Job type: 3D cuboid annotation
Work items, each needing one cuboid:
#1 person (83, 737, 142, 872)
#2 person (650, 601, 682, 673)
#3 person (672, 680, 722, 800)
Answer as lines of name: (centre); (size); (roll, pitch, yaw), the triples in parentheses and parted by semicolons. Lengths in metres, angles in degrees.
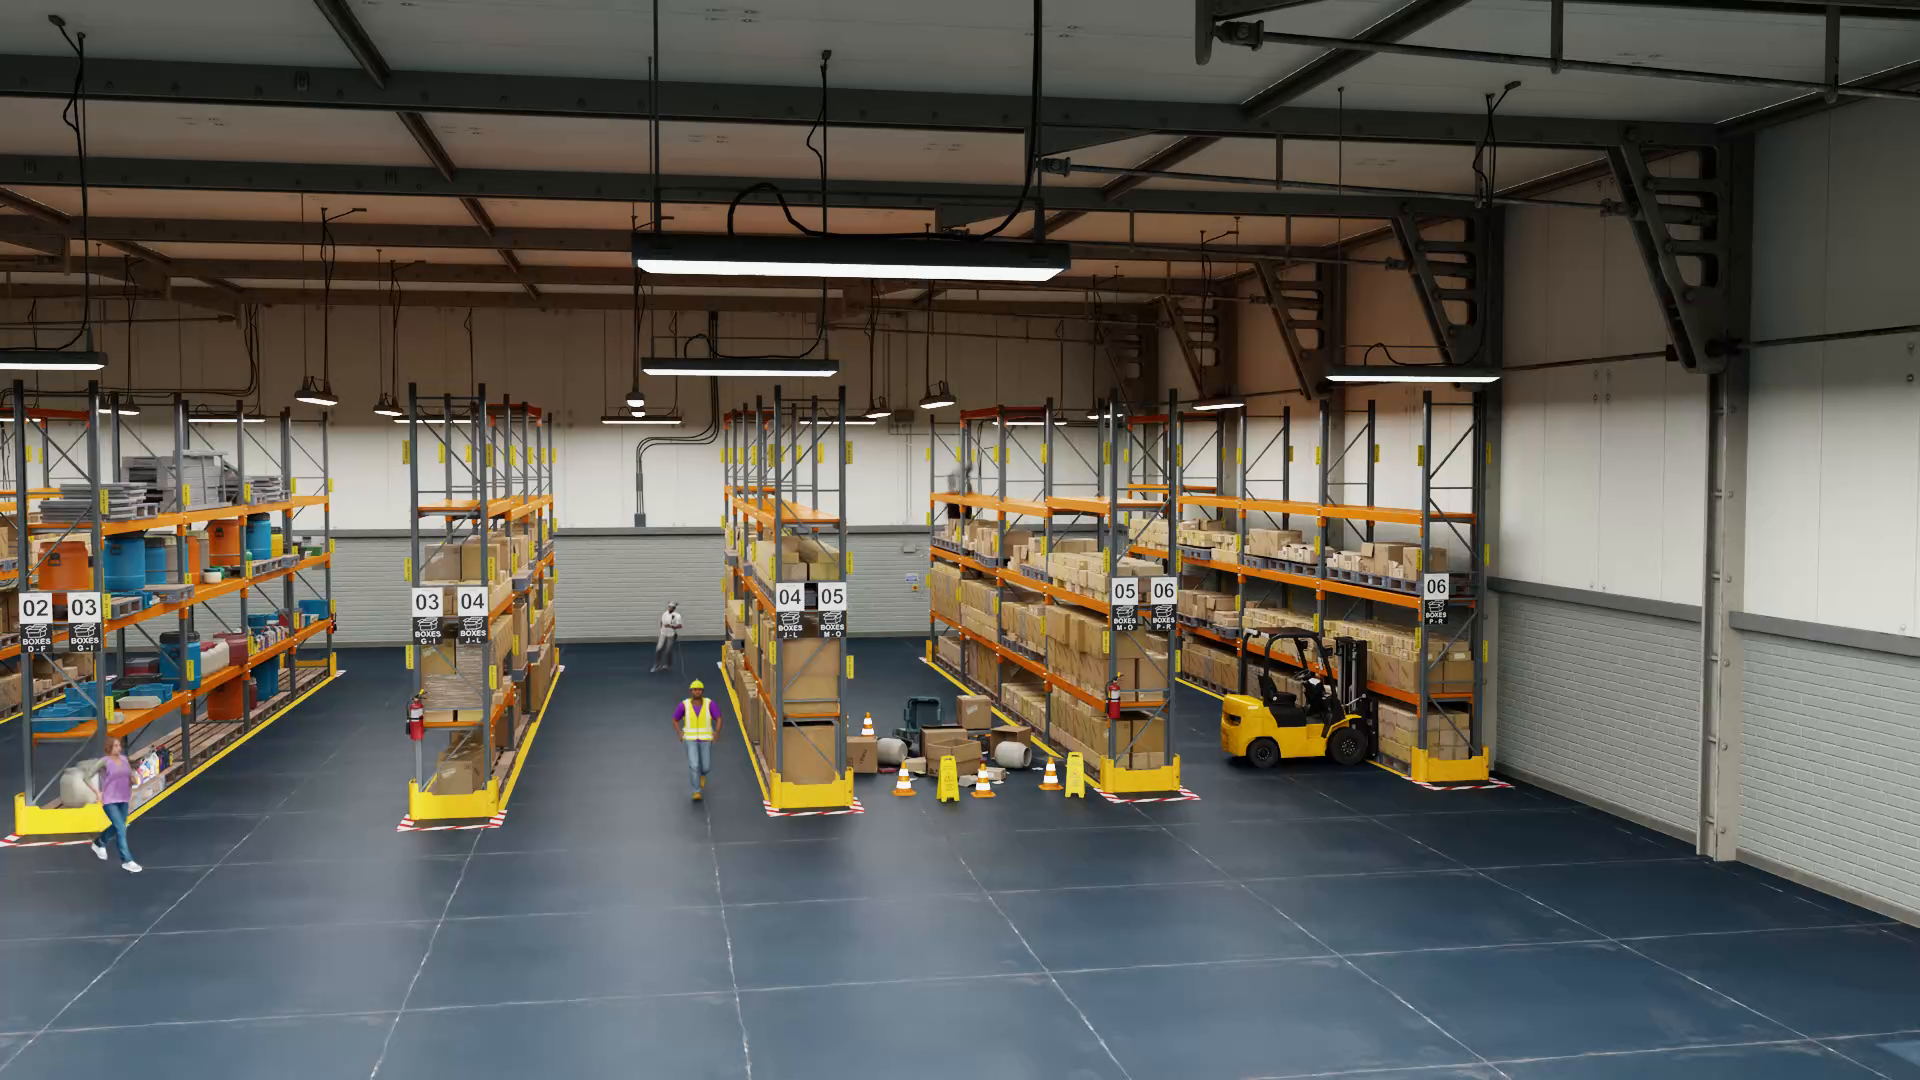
person: (-10.201, 3.165, 20.054); (0.893, 1.586, 0.535); (1, 3, 22)
person: (-6.750, 2.224, 38.511); (0.687, 1.659, 0.741); (1, 3, 10)
person: (-3.841, 2.906, 24.309); (0.730, 1.728, 0.685); (-1, 3, -13)
